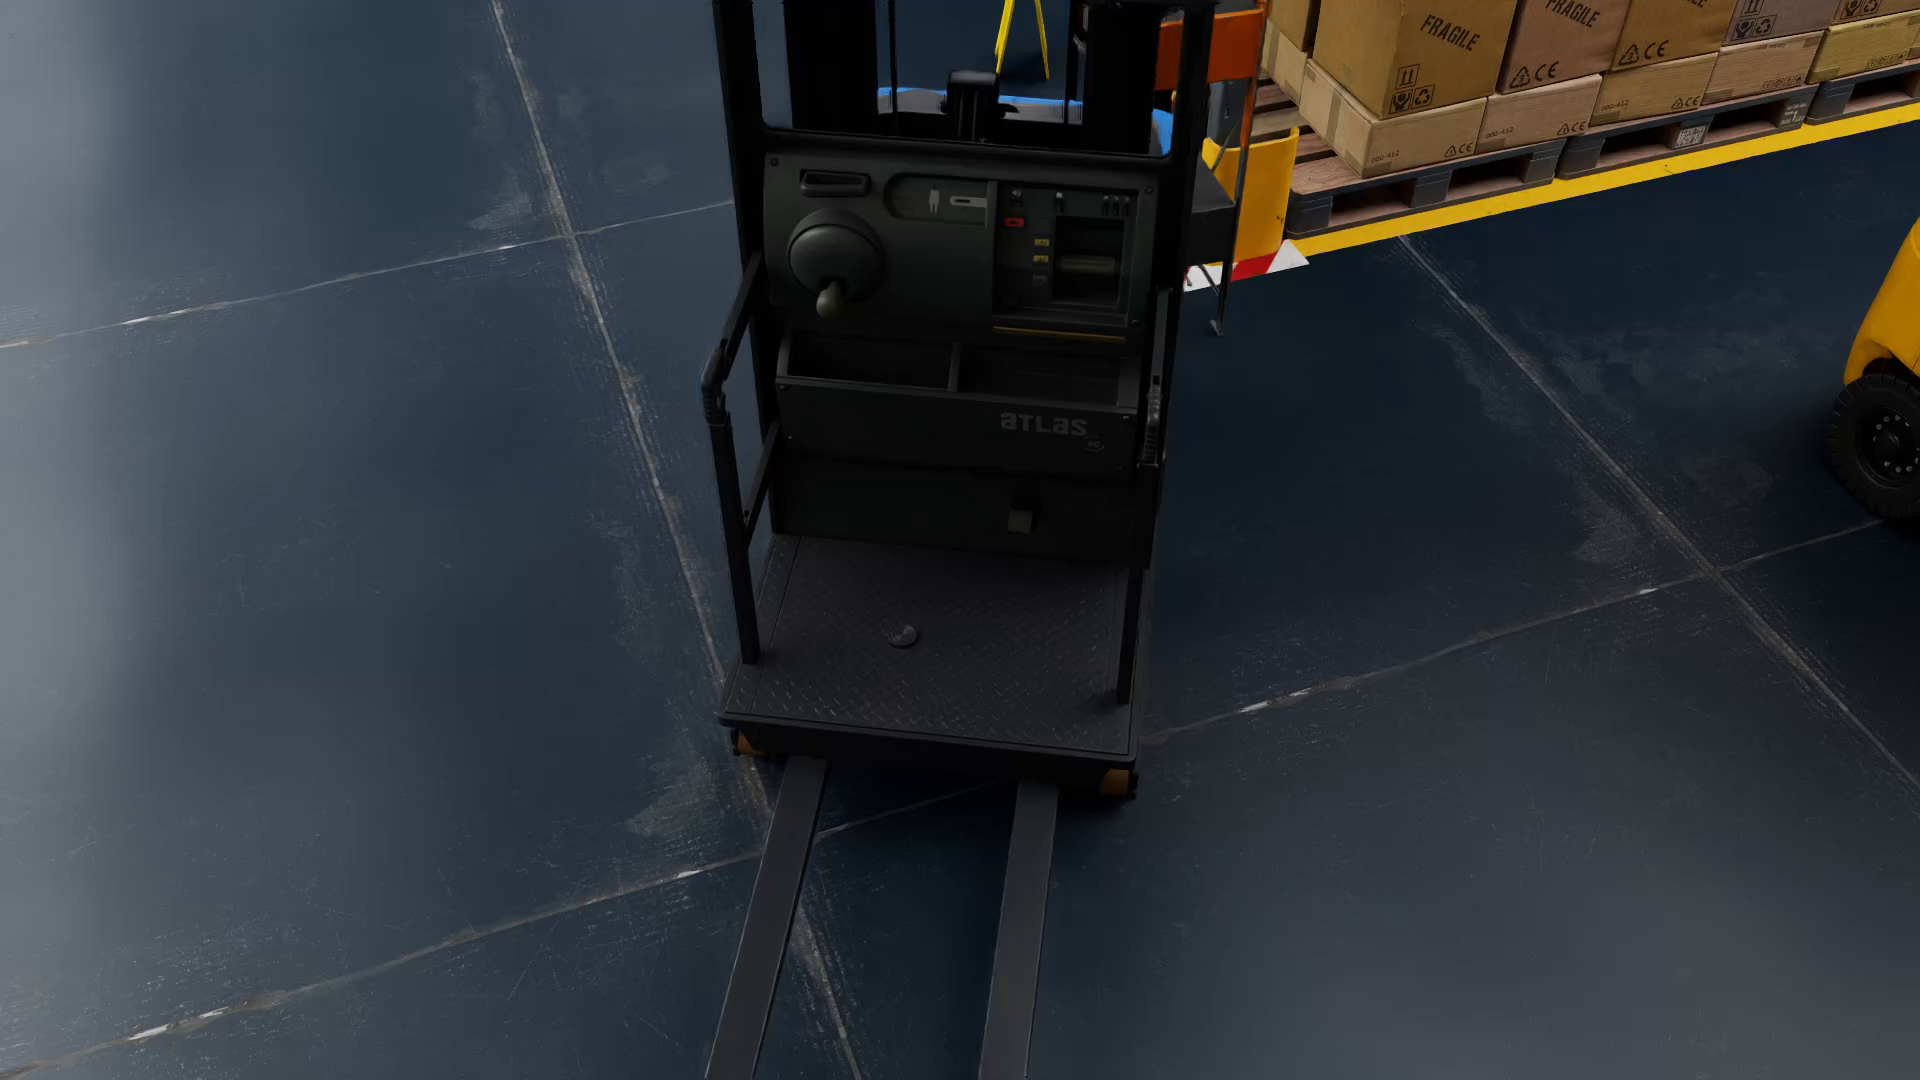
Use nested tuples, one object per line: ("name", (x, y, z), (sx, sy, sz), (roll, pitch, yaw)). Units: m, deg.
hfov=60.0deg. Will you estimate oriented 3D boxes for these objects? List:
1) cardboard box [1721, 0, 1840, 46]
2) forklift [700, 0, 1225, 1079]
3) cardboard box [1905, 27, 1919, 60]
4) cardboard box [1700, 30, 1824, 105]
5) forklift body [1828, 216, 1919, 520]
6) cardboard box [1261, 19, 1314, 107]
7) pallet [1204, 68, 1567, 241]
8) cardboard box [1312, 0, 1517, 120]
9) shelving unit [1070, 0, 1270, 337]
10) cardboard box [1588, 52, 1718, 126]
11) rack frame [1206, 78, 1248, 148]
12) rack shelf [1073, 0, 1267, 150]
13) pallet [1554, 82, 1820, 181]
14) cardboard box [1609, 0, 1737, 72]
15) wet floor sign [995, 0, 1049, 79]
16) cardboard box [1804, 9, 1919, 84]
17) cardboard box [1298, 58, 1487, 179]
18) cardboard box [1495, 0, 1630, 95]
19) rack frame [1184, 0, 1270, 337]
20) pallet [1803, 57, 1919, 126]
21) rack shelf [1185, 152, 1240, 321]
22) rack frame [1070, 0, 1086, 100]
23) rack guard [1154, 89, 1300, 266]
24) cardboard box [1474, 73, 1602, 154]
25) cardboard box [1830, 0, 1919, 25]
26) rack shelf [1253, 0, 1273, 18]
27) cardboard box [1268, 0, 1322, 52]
("cardboard box", (3.156, -2.330, 6.570), (0.500, 0.500, 0.500), (-12, 46, -12))
("forklift", (-0.031, -0.608, 3.787), (1.130, 2.935, 3.031), (6, 45, 5))
("cardboard box", (4.114, -2.312, 7.081), (0.500, 0.250, 0.500), (-12, 46, -12))
("cardboard box", (3.137, -2.058, 6.828), (0.500, 0.250, 0.500), (-14, 47, -13))
("forklift body", (3.669, -0.560, 4.289), (1.214, 2.155, 2.313), (-14, 47, -14))
("cardboard box", (1.508, -2.051, 6.821), (0.500, 0.250, 0.500), (-15, 47, -14))
("pallet", (1.664, -1.699, 6.795), (1.213, 0.211, 1.003), (-14, 47, -14))
("cardboard box", (1.691, -1.952, 6.193), (0.500, 0.500, 0.500), (-16, 47, -15))
("shelving unit", (0.650, -1.563, 5.325), (0.503, 2.100, 0.431), (-11, 46, -11))
("cardboard box", (2.661, -1.938, 6.709), (0.500, 0.250, 0.500), (-11, 46, -11))
("rack frame", (0.816, -2.494, 5.618), (0.127, 3.000, 1.000), (-14, 47, -14))
("rack shelf", (0.650, -1.553, 5.335), (0.480, 0.518, 0.431), (-11, 46, -11))
("pallet", (2.810, -1.990, 7.085), (1.213, 0.211, 1.003), (-14, 47, -14))
("cardboard box", (2.656, -2.196, 6.436), (0.500, 0.500, 0.500), (-13, 47, -13))
("wet floor sign", (0.274, -2.330, 7.116), (0.232, 0.644, 0.267), (0, 45, 0))
("cardboard box", (3.617, -2.177, 6.947), (0.500, 0.250, 0.500), (-15, 47, -15))
("cardboard box", (1.669, -1.681, 6.452), (0.500, 0.250, 0.500), (-15, 47, -14))
("cardboard box", (2.182, -2.081, 6.321), (0.500, 0.500, 0.500), (-16, 47, -15))
("rack frame", (0.886, -1.608, 5.370), (0.015, 2.100, 0.400), (-11, 46, -11))
("pallet", (3.959, -2.286, 7.380), (1.213, 0.211, 1.003), (-14, 47, -14))
("rack shelf", (0.650, -1.059, 5.830), (0.480, 0.518, 0.431), (-11, 46, -11))
("rack frame", (0.414, -1.518, 5.280), (0.015, 2.100, 0.400), (-11, 46, -11))
("rack guard", (0.888, -1.630, 6.521), (0.348, 0.500, 1.175), (-14, 47, -14))
("cardboard box", (2.152, -1.799, 6.570), (0.500, 0.250, 0.500), (-13, 46, -12))
("cardboard box", (3.636, -2.453, 6.693), (0.500, 0.500, 0.500), (-14, 47, -13))
("rack shelf", (2.698, -2.721, 6.352), (4.000, 0.370, 1.077), (-14, 47, -14))
("cardboard box", (1.481, -2.302, 6.542), (0.500, 0.500, 0.500), (-14, 47, -14))
